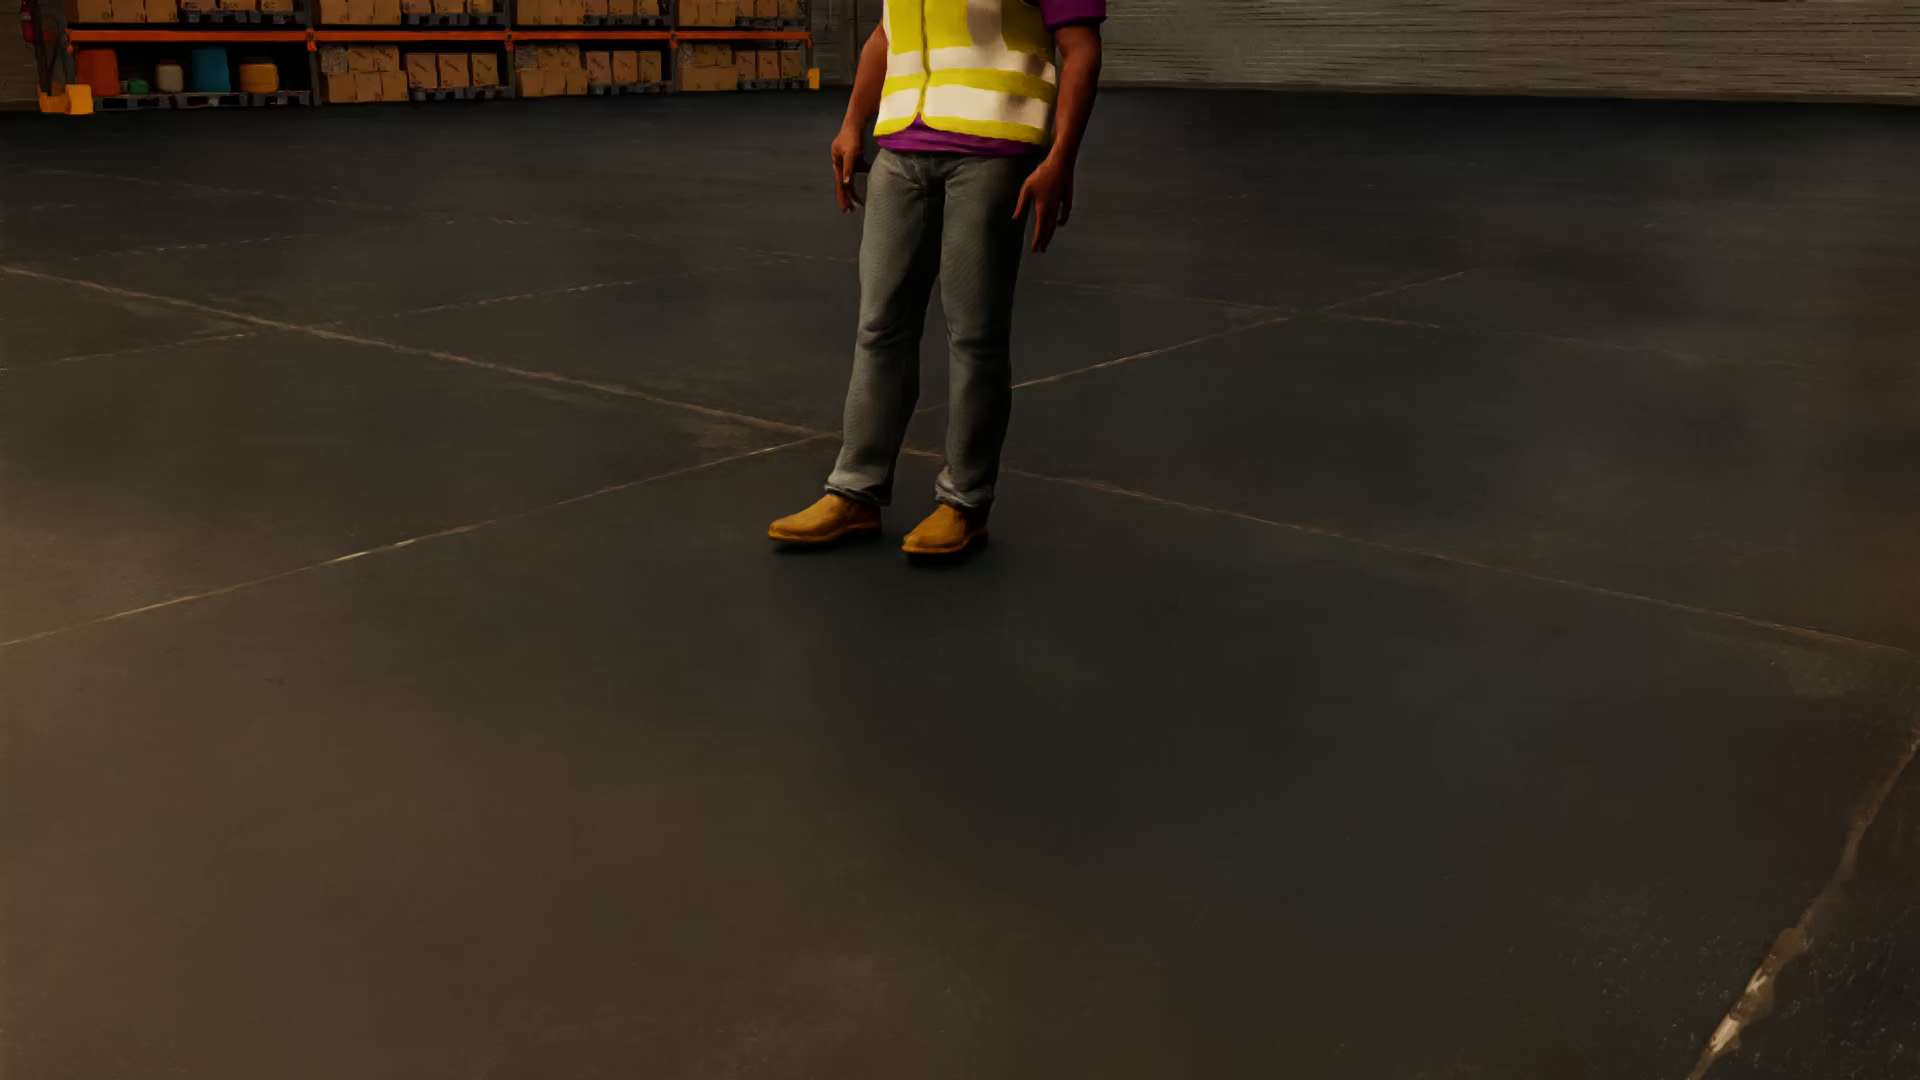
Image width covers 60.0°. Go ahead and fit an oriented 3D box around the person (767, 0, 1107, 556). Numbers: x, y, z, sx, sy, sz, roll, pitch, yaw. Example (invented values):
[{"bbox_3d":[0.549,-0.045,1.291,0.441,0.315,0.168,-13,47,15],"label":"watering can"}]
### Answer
[{"bbox_3d":[-0.048,-0.837,3.635,0.665,1.766,0.576,13,21,37],"label":"person"}]
